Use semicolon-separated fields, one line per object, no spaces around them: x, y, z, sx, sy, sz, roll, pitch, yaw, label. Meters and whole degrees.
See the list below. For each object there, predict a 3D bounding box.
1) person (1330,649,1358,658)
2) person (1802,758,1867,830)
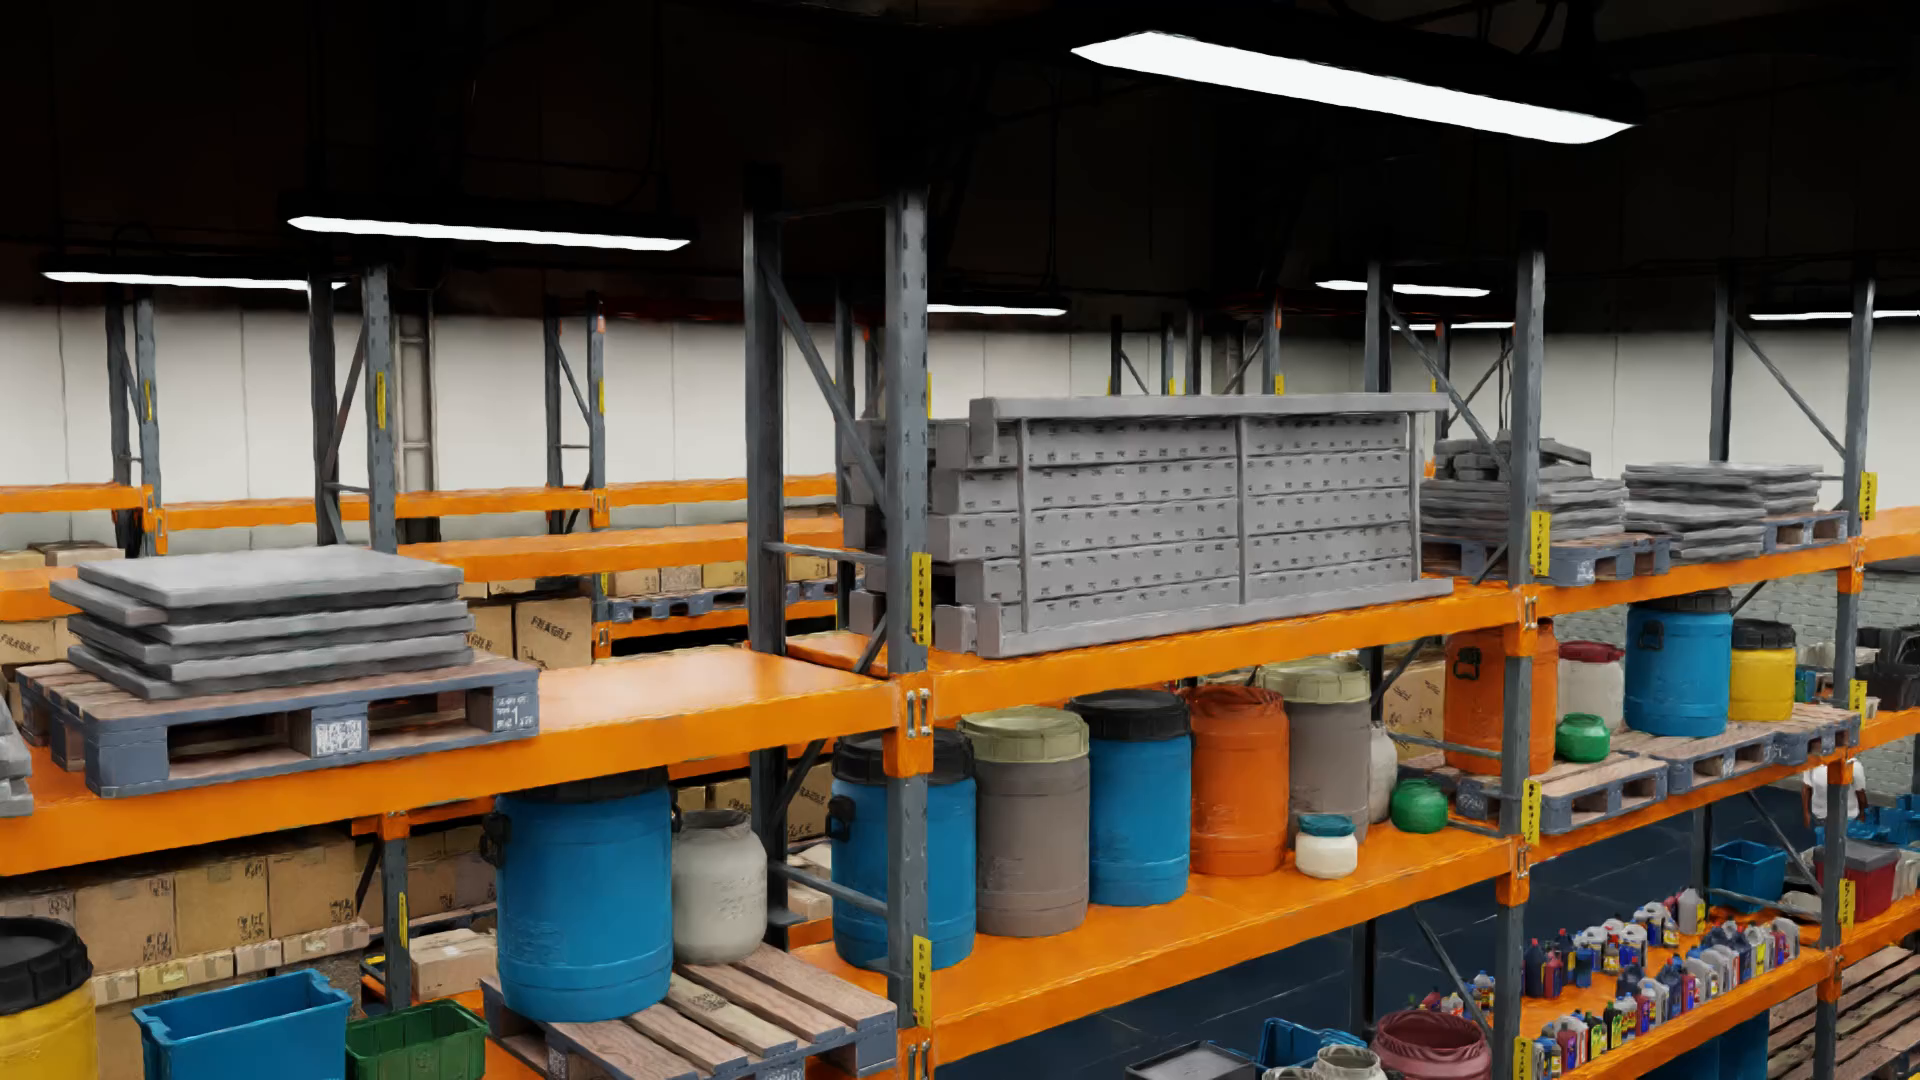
5.508;2.063;23.764;0.470;1.599;1.060;5;7;40;person
8.685;2.717;16.601;1.121;1.691;0.577;-4;7;-38;person
